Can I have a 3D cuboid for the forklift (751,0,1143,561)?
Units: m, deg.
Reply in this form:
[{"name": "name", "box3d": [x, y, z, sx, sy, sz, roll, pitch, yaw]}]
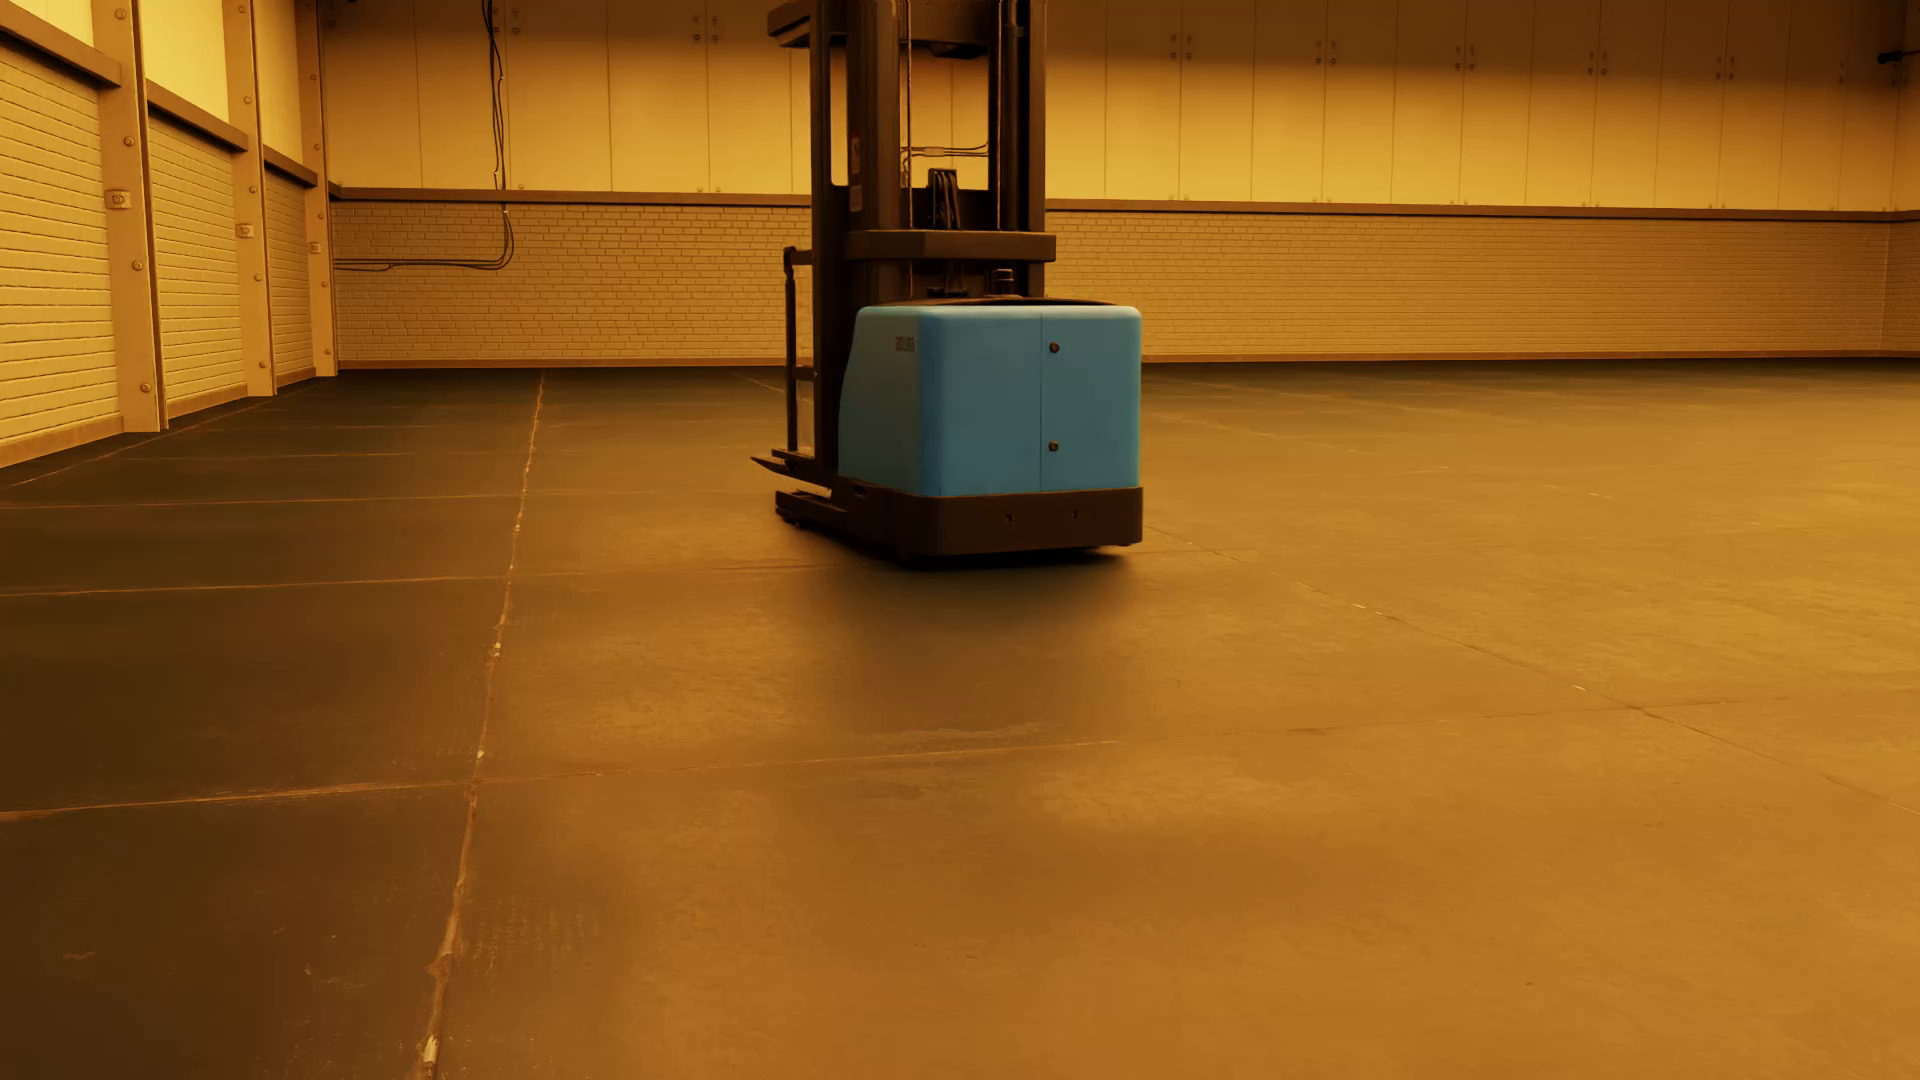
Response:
[{"name": "forklift", "box3d": [-0.274, -1.532, 8.078, 1.130, 2.935, 3.031, -4, 9, -24]}]
